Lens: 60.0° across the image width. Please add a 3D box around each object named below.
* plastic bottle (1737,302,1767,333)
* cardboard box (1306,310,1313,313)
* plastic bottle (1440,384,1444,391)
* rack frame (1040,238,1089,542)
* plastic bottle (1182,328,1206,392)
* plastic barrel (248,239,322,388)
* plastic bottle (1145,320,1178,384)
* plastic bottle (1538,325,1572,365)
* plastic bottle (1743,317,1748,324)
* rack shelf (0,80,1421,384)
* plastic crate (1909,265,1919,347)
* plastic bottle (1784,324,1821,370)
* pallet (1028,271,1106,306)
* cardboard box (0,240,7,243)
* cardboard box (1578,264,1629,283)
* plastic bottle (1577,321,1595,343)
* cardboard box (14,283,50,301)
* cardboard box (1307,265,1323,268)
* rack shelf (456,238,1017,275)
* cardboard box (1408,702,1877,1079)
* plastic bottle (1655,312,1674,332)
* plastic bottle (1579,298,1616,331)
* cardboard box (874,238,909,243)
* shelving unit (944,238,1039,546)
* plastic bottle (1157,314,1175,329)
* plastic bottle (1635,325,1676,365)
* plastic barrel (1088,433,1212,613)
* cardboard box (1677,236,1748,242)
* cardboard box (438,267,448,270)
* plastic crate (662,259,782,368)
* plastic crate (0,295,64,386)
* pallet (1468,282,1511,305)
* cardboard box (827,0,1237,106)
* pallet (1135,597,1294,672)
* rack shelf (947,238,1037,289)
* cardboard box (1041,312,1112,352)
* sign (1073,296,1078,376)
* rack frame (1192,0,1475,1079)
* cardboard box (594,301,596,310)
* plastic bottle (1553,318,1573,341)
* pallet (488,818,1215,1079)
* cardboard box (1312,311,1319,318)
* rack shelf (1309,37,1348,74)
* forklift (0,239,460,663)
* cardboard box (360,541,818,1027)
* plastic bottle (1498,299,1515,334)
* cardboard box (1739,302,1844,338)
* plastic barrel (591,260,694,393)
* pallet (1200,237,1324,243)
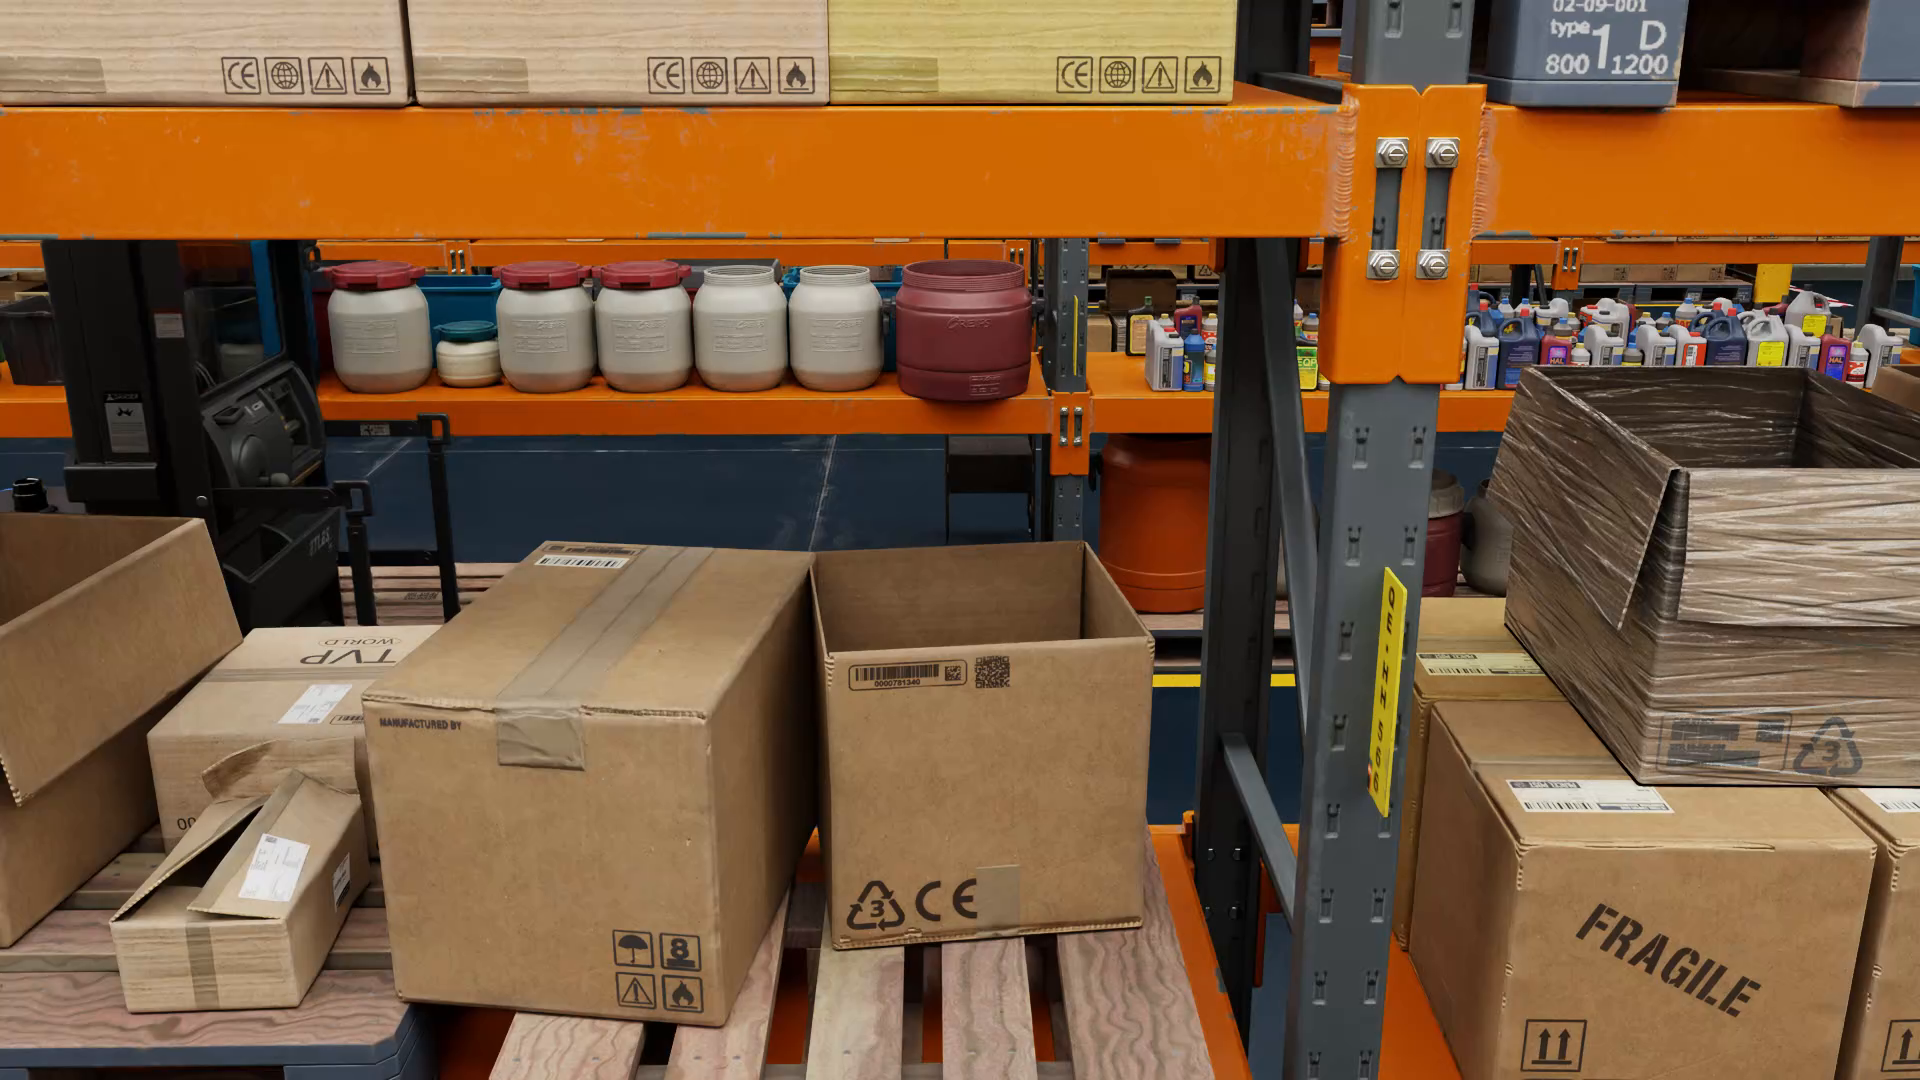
[{"bbox_3d":[3.559,-0.896,7.509,0.185,0.351,0.144,0,18,-1],"label":"plastic bottle"},{"bbox_3d":[2.880,-1.577,12.926,0.500,0.500,0.500,0,18,0],"label":"cardboard box"},{"bbox_3d":[2.069,-0.800,7.320,0.133,0.283,0.061,0,18,-1],"label":"plastic bottle"},{"bbox_3d":[0.475,-0.960,7.630,0.127,3.000,1.000,0,18,-1],"label":"rack frame"},{"bbox_3d":[1.029,-0.794,7.324,0.097,0.271,0.097,0,18,0],"label":"plastic bottle"},{"bbox_3d":[-3.133,-1.089,7.210,0.708,0.901,0.600,0,18,-1],"label":"plastic barrel"},{"bbox_3d":[0.911,-0.851,7.492,0.135,0.276,0.152,0,18,-1],"label":"plastic bottle"},{"bbox_3d":[2.619,-0.802,7.328,0.133,0.283,0.061,0,18,-1],"label":"plastic bottle"},{"bbox_3d":[3.853,-1.007,8.100,0.097,0.201,0.097,0,18,0],"label":"plastic bottle"},{"bbox_3d":[-1.446,-0.523,2.536,4.000,0.370,1.077,0,18,-1],"label":"rack shelf"},{"bbox_3d":[4.936,-1.107,8.015,0.575,0.384,0.392,0,18,-1],"label":"plastic crate"},{"bbox_3d":[3.720,-0.818,7.390,0.135,0.276,0.152,0,18,-1],"label":"plastic bottle"},{"bbox_3d":[1.108,-2.639,17.428,1.213,0.211,1.003,0,18,-1],"label":"pallet"},{"bbox_3d":[-7.131,-2.480,12.205,0.500,0.500,0.700,0,18,-1],"label":"cardboard box"},{"bbox_3d":[6.616,-2.995,17.379,0.500,0.500,0.700,-1,18,-3],"label":"cardboard box"},{"bbox_3d":[2.829,-0.849,7.496,0.097,0.271,0.097,0,18,0],"label":"plastic bottle"},{"bbox_3d":[-6.559,-1.620,12.272,0.500,0.500,0.500,0,18,-1],"label":"cardboard box"},{"bbox_3d":[3.670,-3.139,17.253,0.750,0.750,0.750,0,18,0],"label":"cardboard box"},{"bbox_3d":[-1.599,-2.121,12.426,4.000,0.370,1.077,0,18,-1],"label":"rack shelf"},{"bbox_3d":[1.044,0.586,2.647,0.500,0.500,0.500,0,18,1],"label":"cardboard box"},{"bbox_3d":[3.426,-1.004,8.093,0.097,0.201,0.097,0,18,0],"label":"plastic bottle"},{"bbox_3d":[3.080,-1.030,8.051,0.135,0.276,0.152,0,18,-1],"label":"plastic bottle"},{"bbox_3d":[-0.494,-2.265,12.108,0.250,0.149,0.380,0,18,-1],"label":"cardboard box"},{"bbox_3d":[0.166,-1.001,9.229,0.503,2.100,0.431,0,18,-1],"label":"shelving unit"},{"bbox_3d":[0.989,-0.993,8.057,0.097,0.201,0.097,0,18,0],"label":"plastic bottle"},{"bbox_3d":[3.082,-0.815,7.380,0.135,0.276,0.152,0,18,-1],"label":"plastic bottle"},{"bbox_3d":[0.964,-0.134,7.921,0.708,0.830,0.600,0,18,-1],"label":"plastic barrel"},{"bbox_3d":[5.426,-2.463,12.150,0.500,0.500,0.500,0,18,0],"label":"cardboard box"},{"bbox_3d":[-5.280,-2.817,17.365,0.250,0.149,0.380,-2,18,-5],"label":"cardboard box"},{"bbox_3d":[-1.145,-1.076,7.887,0.583,0.464,0.402,0,18,-1],"label":"plastic crate"},{"bbox_3d":[-4.050,-0.948,7.692,0.504,0.338,0.767,0,18,-1],"label":"plastic crate"},{"bbox_3d":[5.080,-2.657,17.485,1.213,0.211,1.003,0,18,-1],"label":"pallet"},{"bbox_3d":[0.082,-0.727,2.238,0.500,0.250,0.500,0,18,-1],"label":"cardboard box"},{"bbox_3d":[1.263,0.351,8.107,1.213,0.211,1.003,0,18,-1],"label":"pallet"},{"bbox_3d":[0.166,-1.654,9.020,0.480,0.518,0.431,0,18,-1],"label":"rack shelf"},{"bbox_3d":[0.860,-1.407,12.395,0.500,0.500,0.500,0,18,1],"label":"cardboard box"},{"bbox_3d":[0.491,-0.870,7.081,0.005,0.325,0.100,0,18,-1],"label":"sign"},{"bbox_3d":[0.553,0.554,2.911,0.053,2.616,0.949,0,18,-1],"label":"rack frame"},{"bbox_3d":[-2.678,-1.705,12.849,0.500,0.311,0.500,0,18,1],"label":"cardboard box"},{"bbox_3d":[2.869,-0.955,7.940,0.097,0.201,0.097,0,18,0],"label":"plastic bottle"},{"bbox_3d":[-0.157,0.680,2.831,1.003,0.211,1.213,0,18,-1],"label":"pallet"},{"bbox_3d":[2.916,-1.419,12.434,0.500,0.500,0.500,0,18,0],"label":"cardboard box"},{"bbox_3d":[2.475,-2.055,7.311,4.000,0.370,1.077,0,18,-1],"label":"rack shelf"},{"bbox_3d":[-2.374,-0.454,6.165,3.031,2.935,1.130,0,18,-1],"label":"forklift"},{"bbox_3d":[-0.542,0.353,2.685,0.500,0.500,0.700,2,18,7],"label":"cardboard box"},{"bbox_3d":[2.634,-1.034,8.071,0.097,0.271,0.097,0,18,0],"label":"plastic bottle"},{"bbox_3d":[6.279,-1.524,12.753,0.637,0.503,0.797,0,18,-1],"label":"cardboard box"},{"bbox_3d":[-1.398,-0.949,7.372,0.433,0.535,0.433,0,18,0],"label":"plastic barrel"},{"bbox_3d":[2.345,-2.392,12.409,1.213,0.211,1.003,0,18,-1],"label":"pallet"}]
